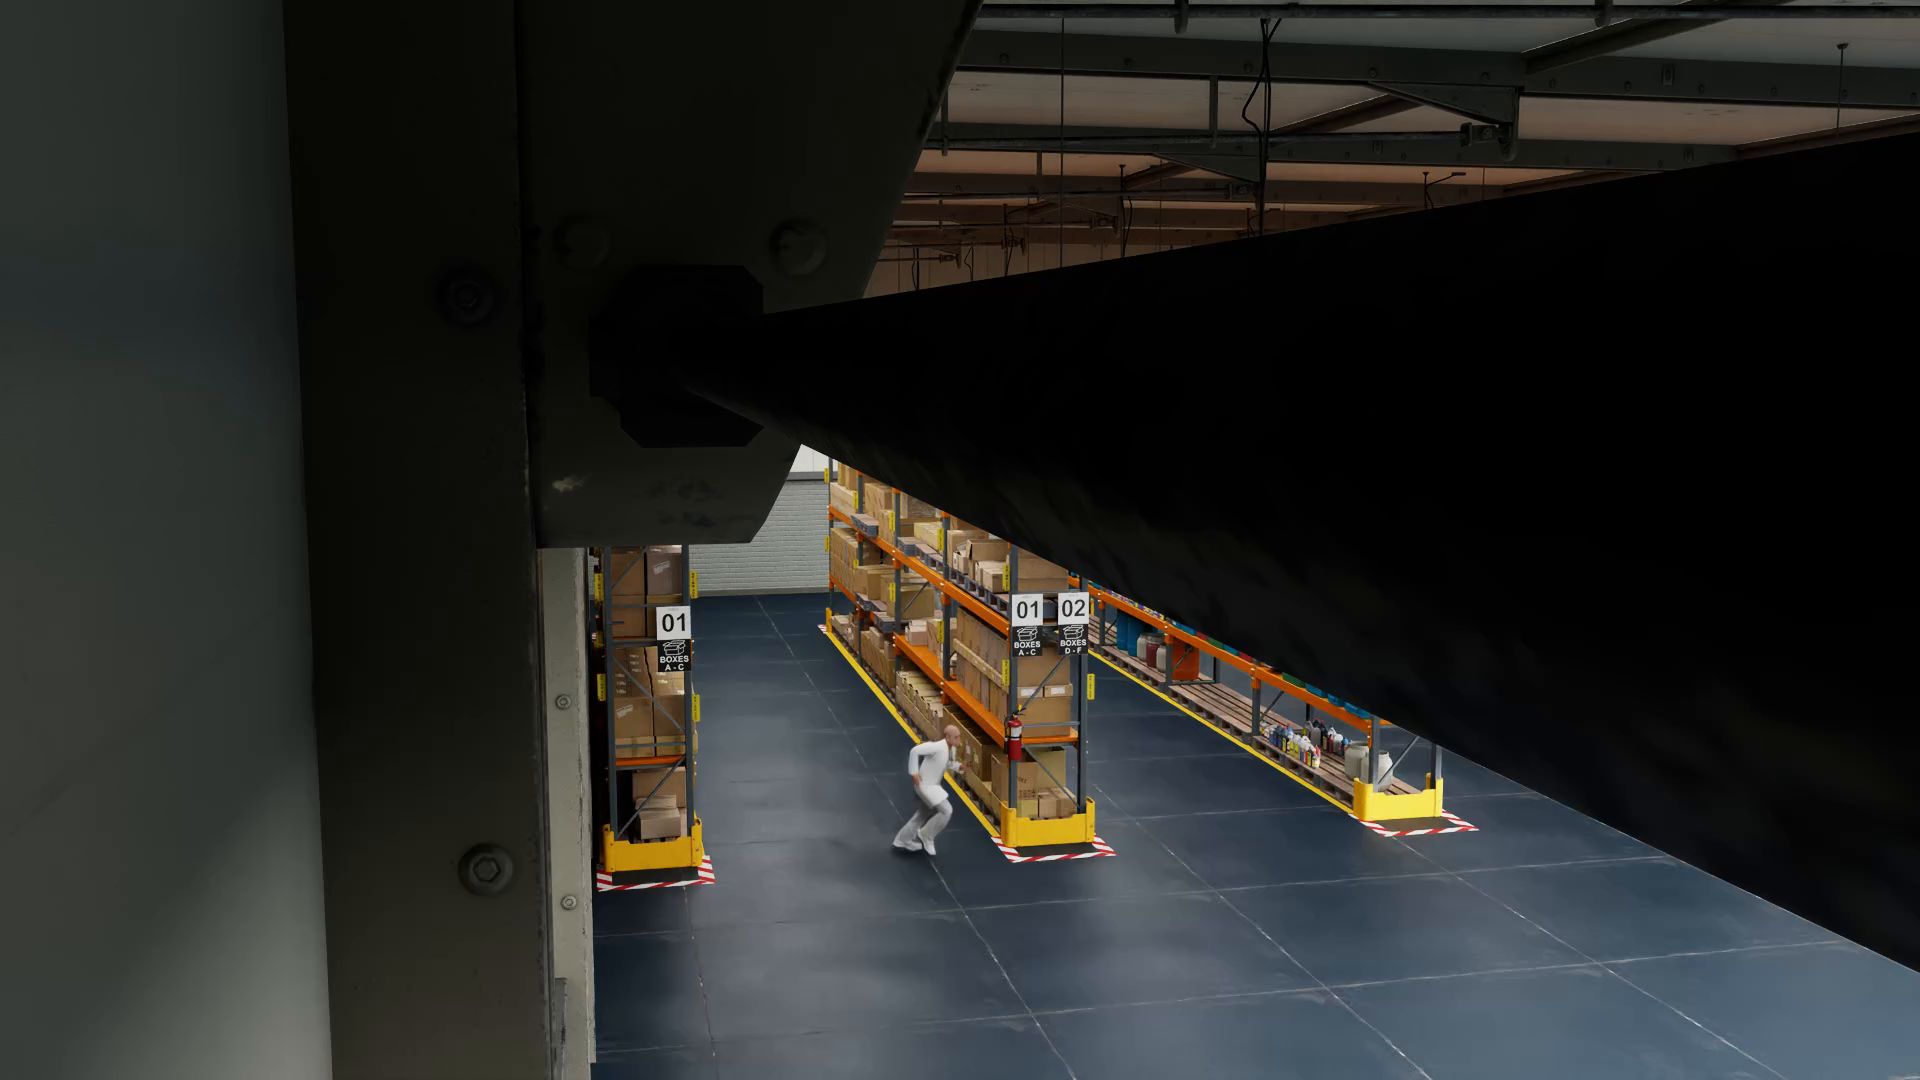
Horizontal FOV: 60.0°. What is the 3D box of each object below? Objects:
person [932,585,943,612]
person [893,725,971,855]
[{"bbox_3d":[-0.472,1.274,36.345,0.611,1.617,0.966,-2,7,-17],"label":"person"},{"bbox_3d":[-0.358,3.087,20.485,1.014,1.663,0.723,3,7,21],"label":"person"}]
